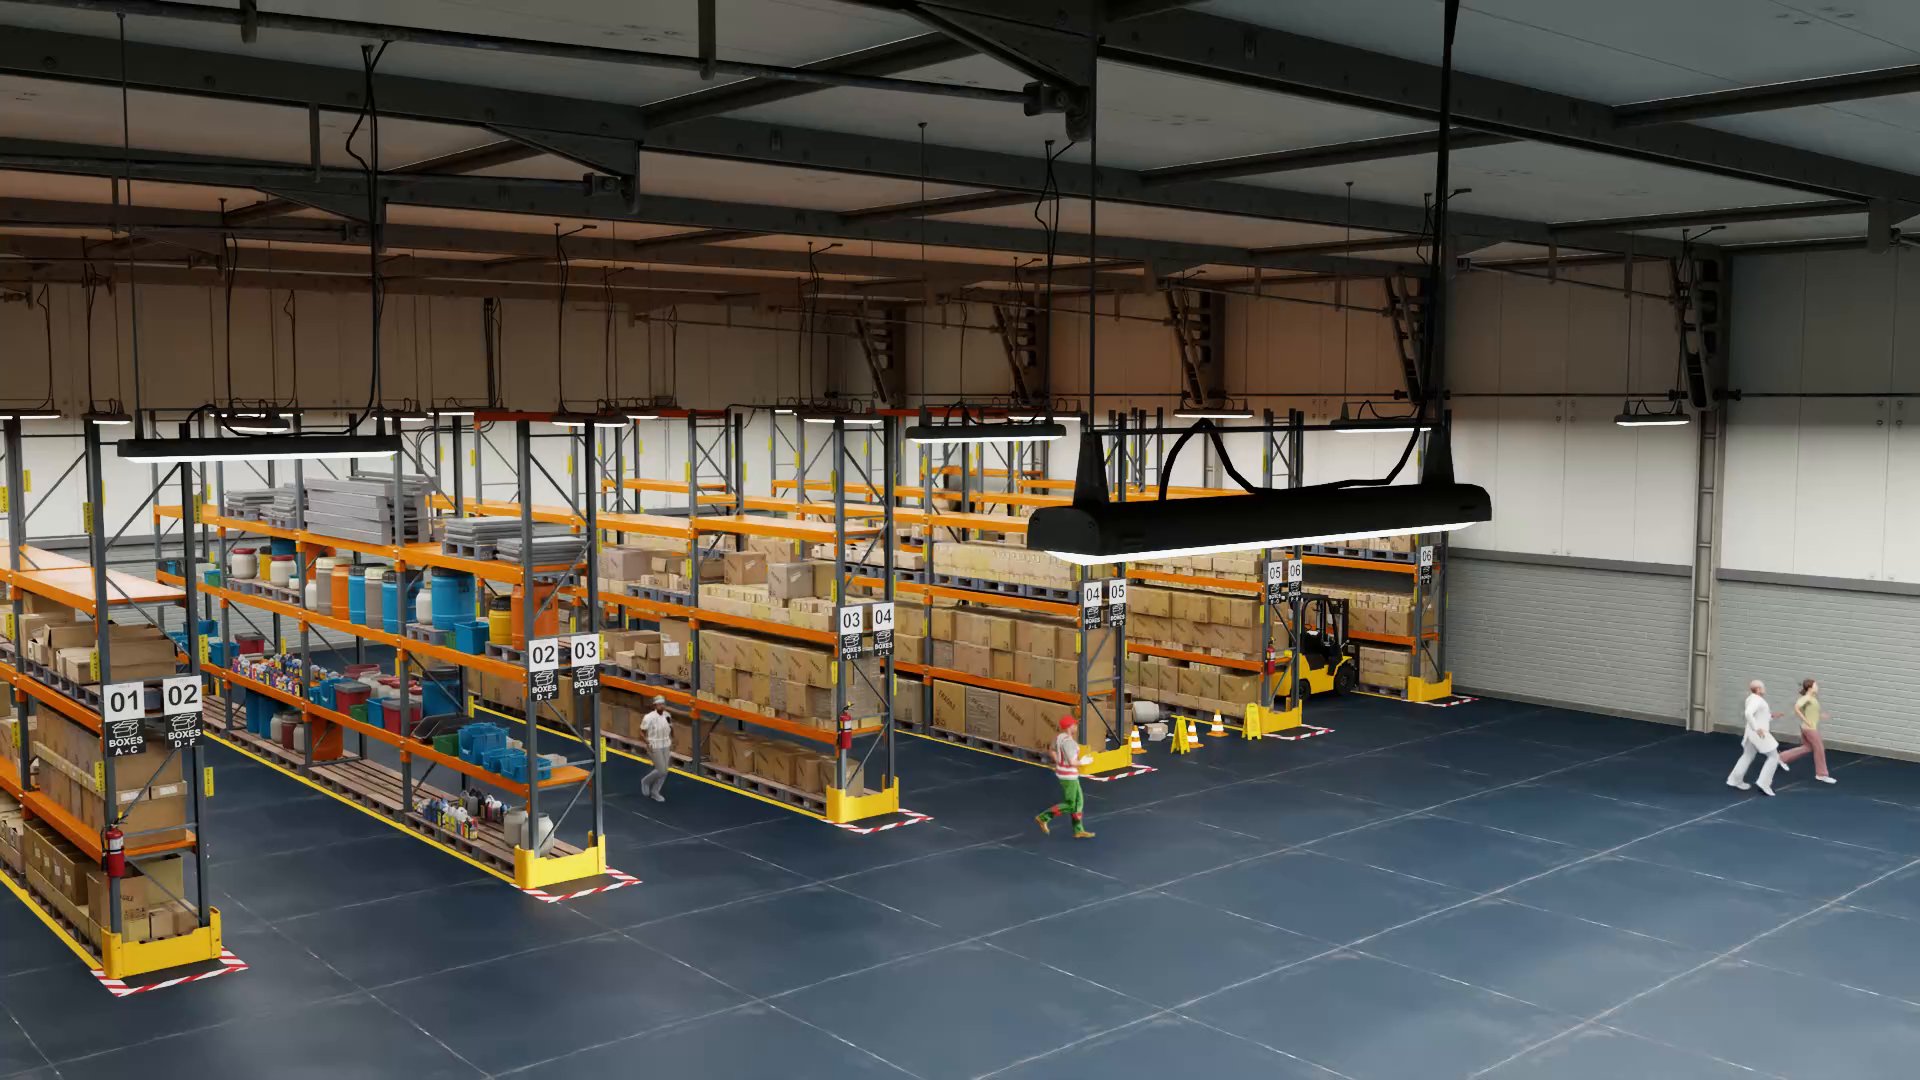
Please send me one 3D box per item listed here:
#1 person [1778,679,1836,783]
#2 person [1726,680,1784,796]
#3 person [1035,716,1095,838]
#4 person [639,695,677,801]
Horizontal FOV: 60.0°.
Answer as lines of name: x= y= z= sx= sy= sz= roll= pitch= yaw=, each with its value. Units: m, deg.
person: x=13.888 y=3.109 z=27.272 sx=0.928 sy=1.675 sz=0.579 roll=3 pitch=6 yaw=28
person: x=12.617 y=3.139 z=26.337 sx=0.829 sy=1.846 sz=0.670 roll=0 pitch=5 yaw=3
person: x=1.488 y=3.368 z=23.613 sx=0.866 sy=1.765 sz=0.660 roll=0 pitch=5 yaw=-5
person: x=-4.663 y=3.233 z=25.898 sx=0.571 sy=1.670 sz=0.566 roll=5 pitch=7 yaw=44
